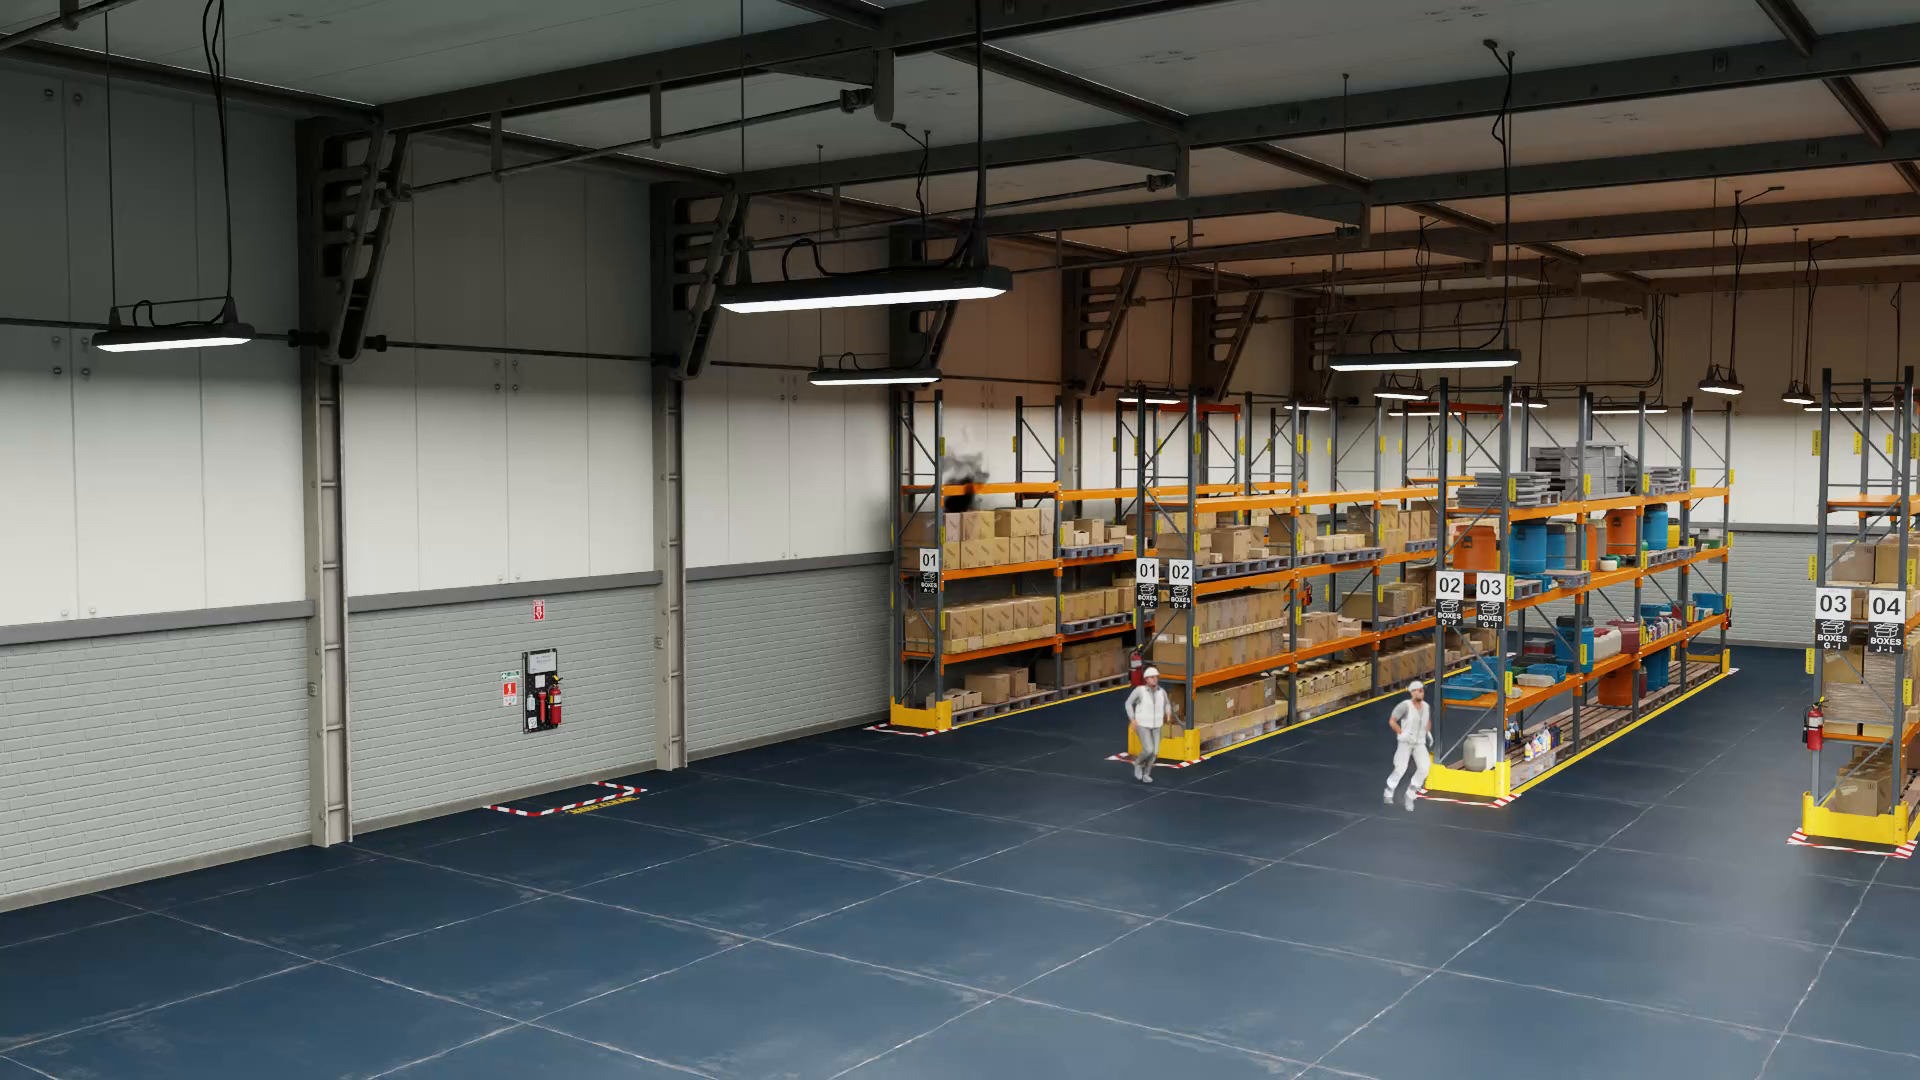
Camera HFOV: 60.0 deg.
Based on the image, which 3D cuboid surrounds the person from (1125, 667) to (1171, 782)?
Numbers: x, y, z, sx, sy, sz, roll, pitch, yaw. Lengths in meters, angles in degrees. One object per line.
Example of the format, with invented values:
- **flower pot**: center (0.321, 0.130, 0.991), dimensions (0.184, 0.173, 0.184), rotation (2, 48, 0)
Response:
- **person**: center (2.848, 2.751, 24.706), dimensions (0.680, 1.734, 0.592), rotation (-1, 3, -22)

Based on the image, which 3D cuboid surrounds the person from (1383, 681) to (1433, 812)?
- **person**: center (6.270, 2.835, 23.002), dimensions (0.718, 1.774, 0.667), rotation (-1, 3, -14)
